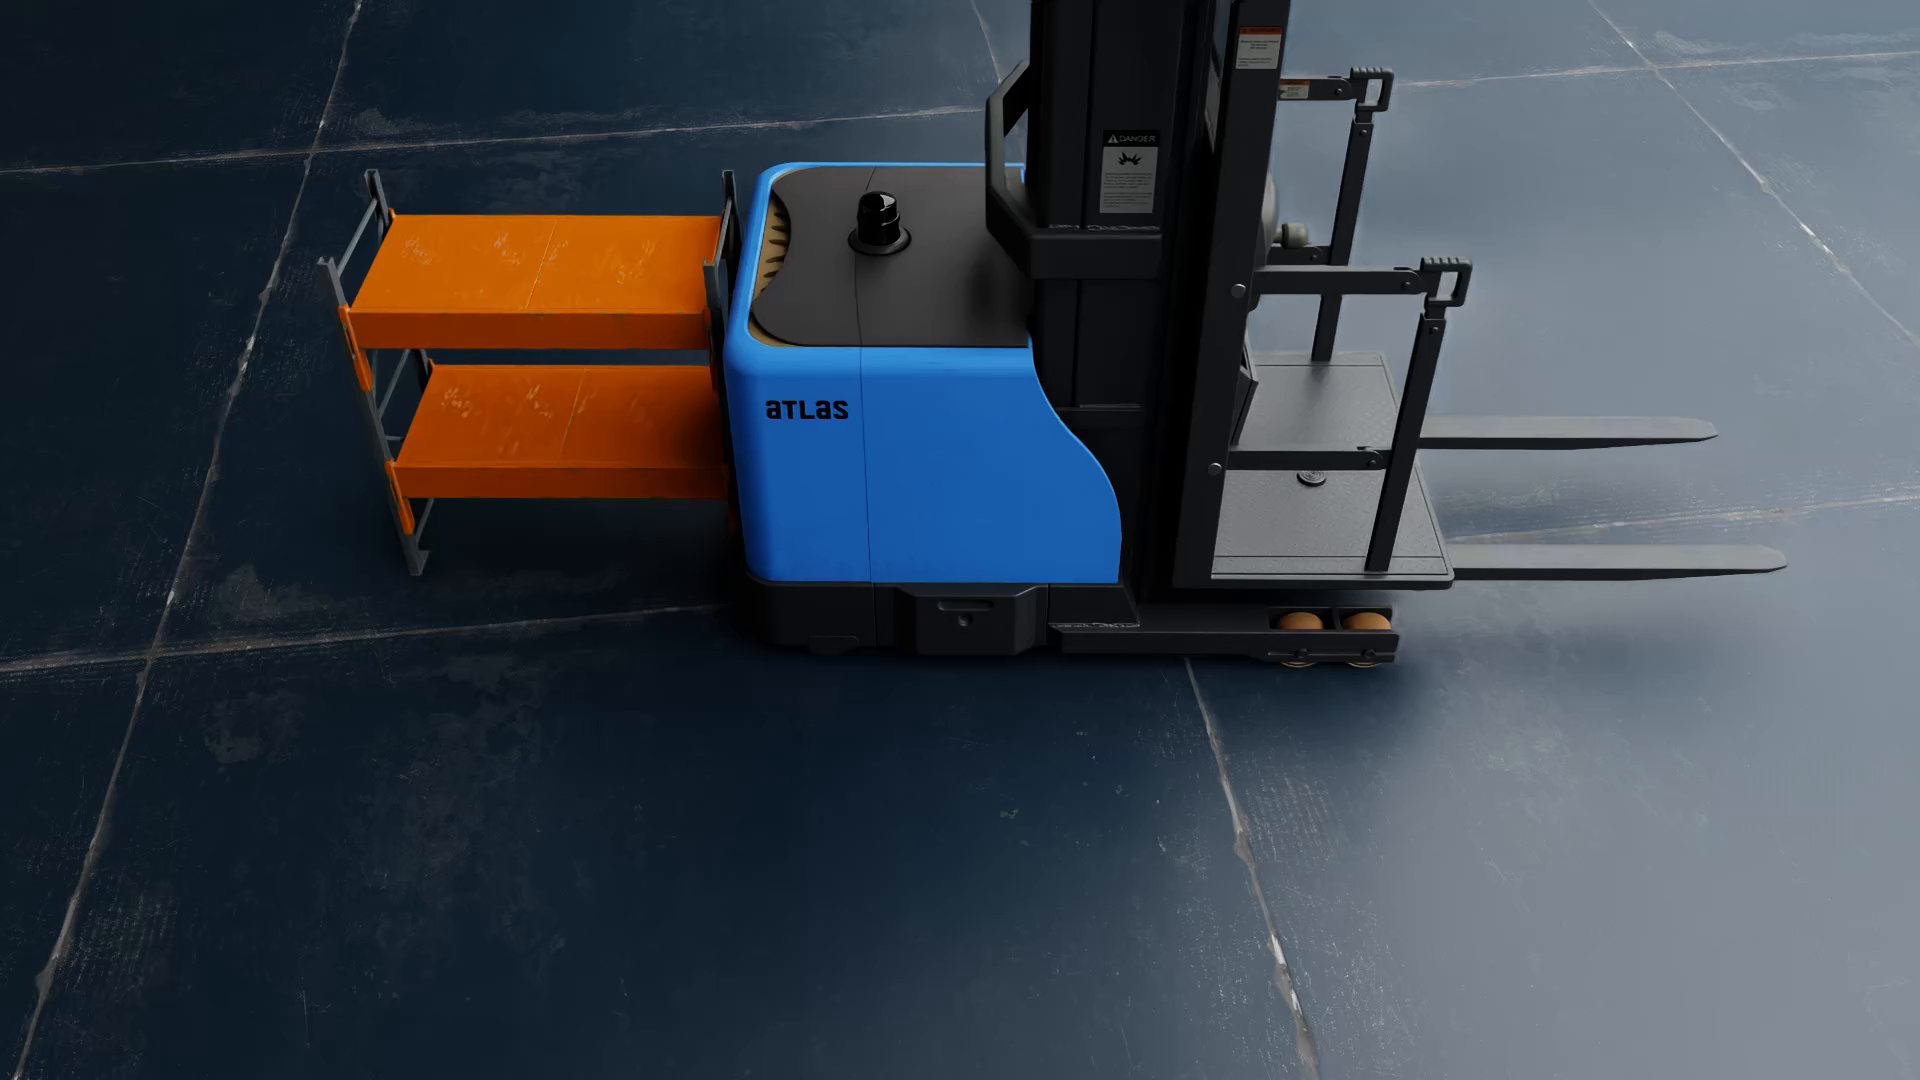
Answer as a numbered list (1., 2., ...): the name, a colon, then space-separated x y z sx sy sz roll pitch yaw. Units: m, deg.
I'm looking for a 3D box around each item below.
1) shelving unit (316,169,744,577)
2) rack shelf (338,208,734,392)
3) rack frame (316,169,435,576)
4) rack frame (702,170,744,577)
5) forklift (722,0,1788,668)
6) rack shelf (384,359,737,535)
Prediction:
1. shelving unit: -1.169 -0.472 4.933 1.048 1.125 0.538 0 42 0
2. rack shelf: -1.169 -0.689 4.737 1.000 0.278 0.538 0 42 0
3. rack frame: -1.677 -0.474 4.935 0.032 1.125 0.500 0 42 0
4. rack frame: -0.660 -0.470 4.932 0.032 1.125 0.500 0 42 0
5. forklift: 0.897 -1.077 4.255 3.031 2.935 1.130 0 42 0
6. rack shelf: -1.169 -0.290 5.097 1.000 0.278 0.538 0 42 0
